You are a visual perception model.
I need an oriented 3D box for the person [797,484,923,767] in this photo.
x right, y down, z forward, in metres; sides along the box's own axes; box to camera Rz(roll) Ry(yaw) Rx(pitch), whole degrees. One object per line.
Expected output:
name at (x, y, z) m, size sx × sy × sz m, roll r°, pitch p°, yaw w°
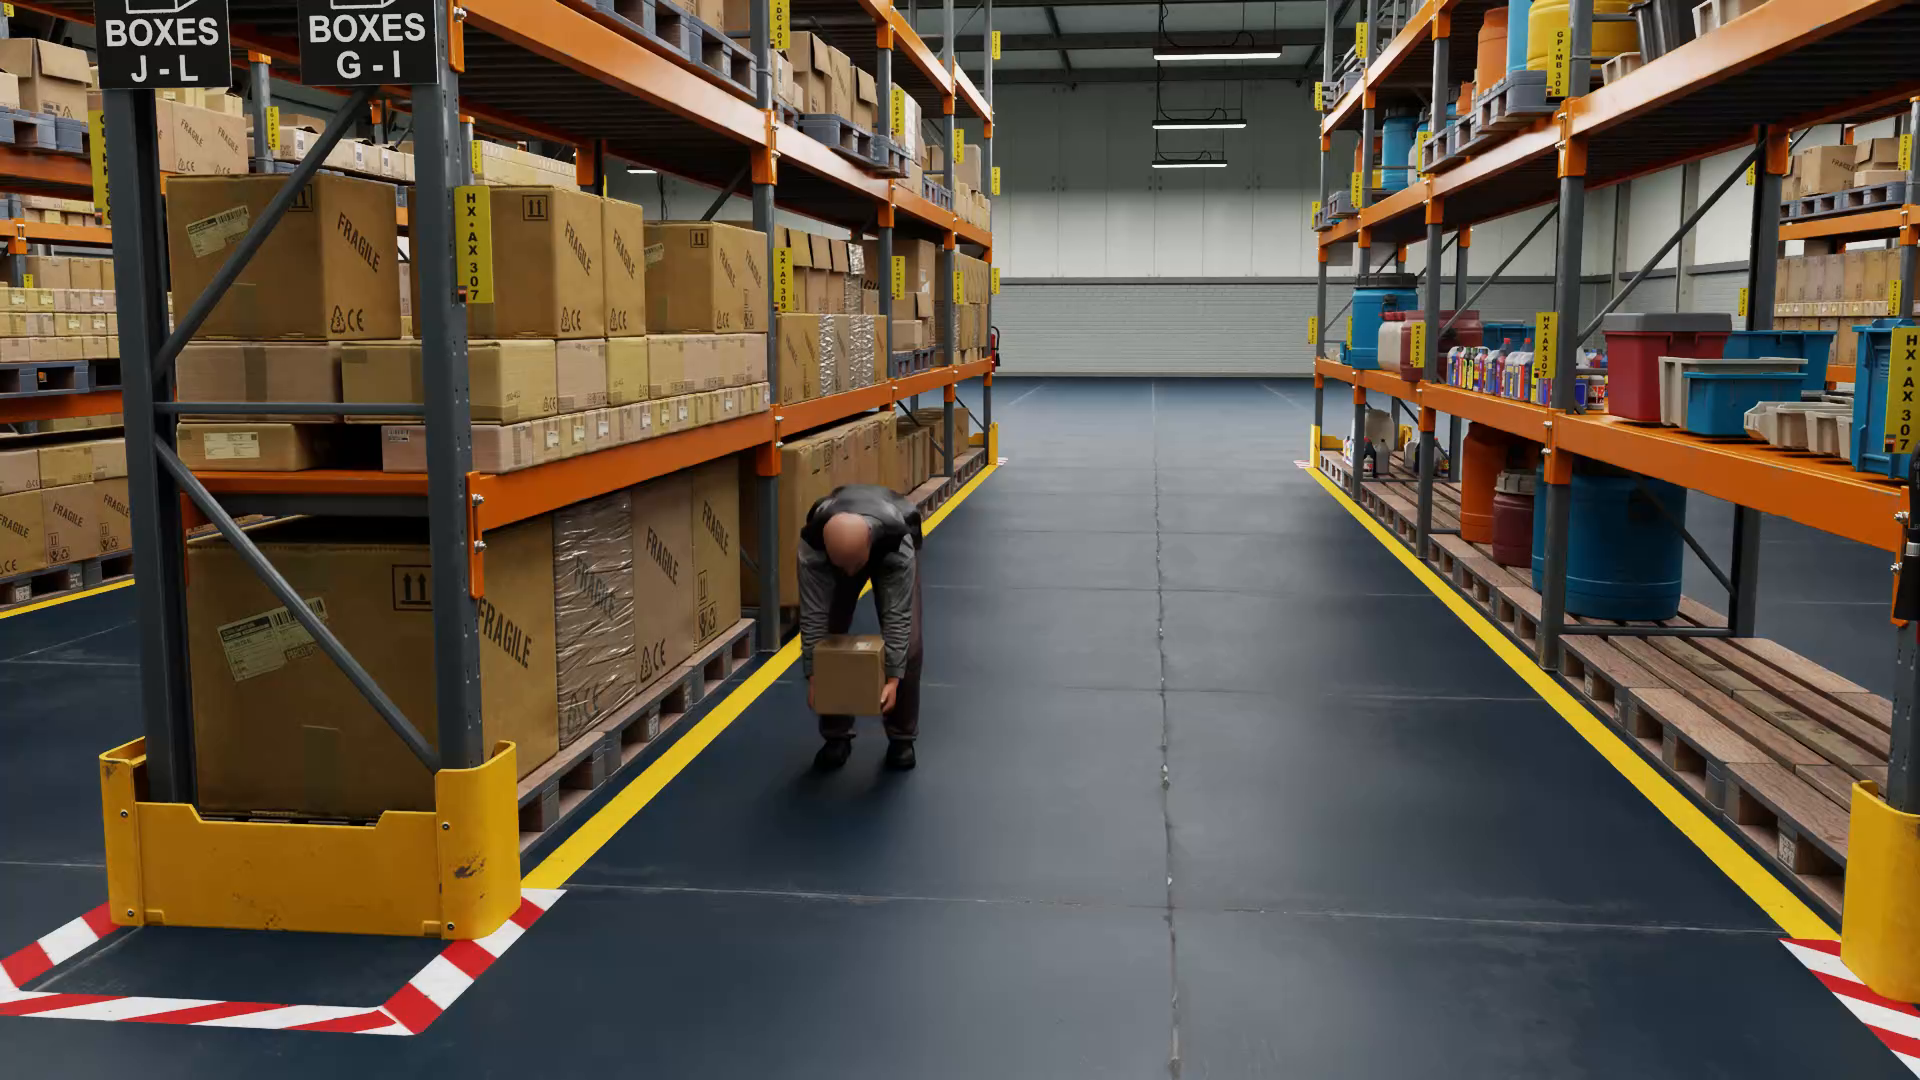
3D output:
person at (-0.390, 0.362, 6.436) m, size 0.468 × 1.123 × 0.959 m, roll 1°, pitch 8°, yaw 4°
